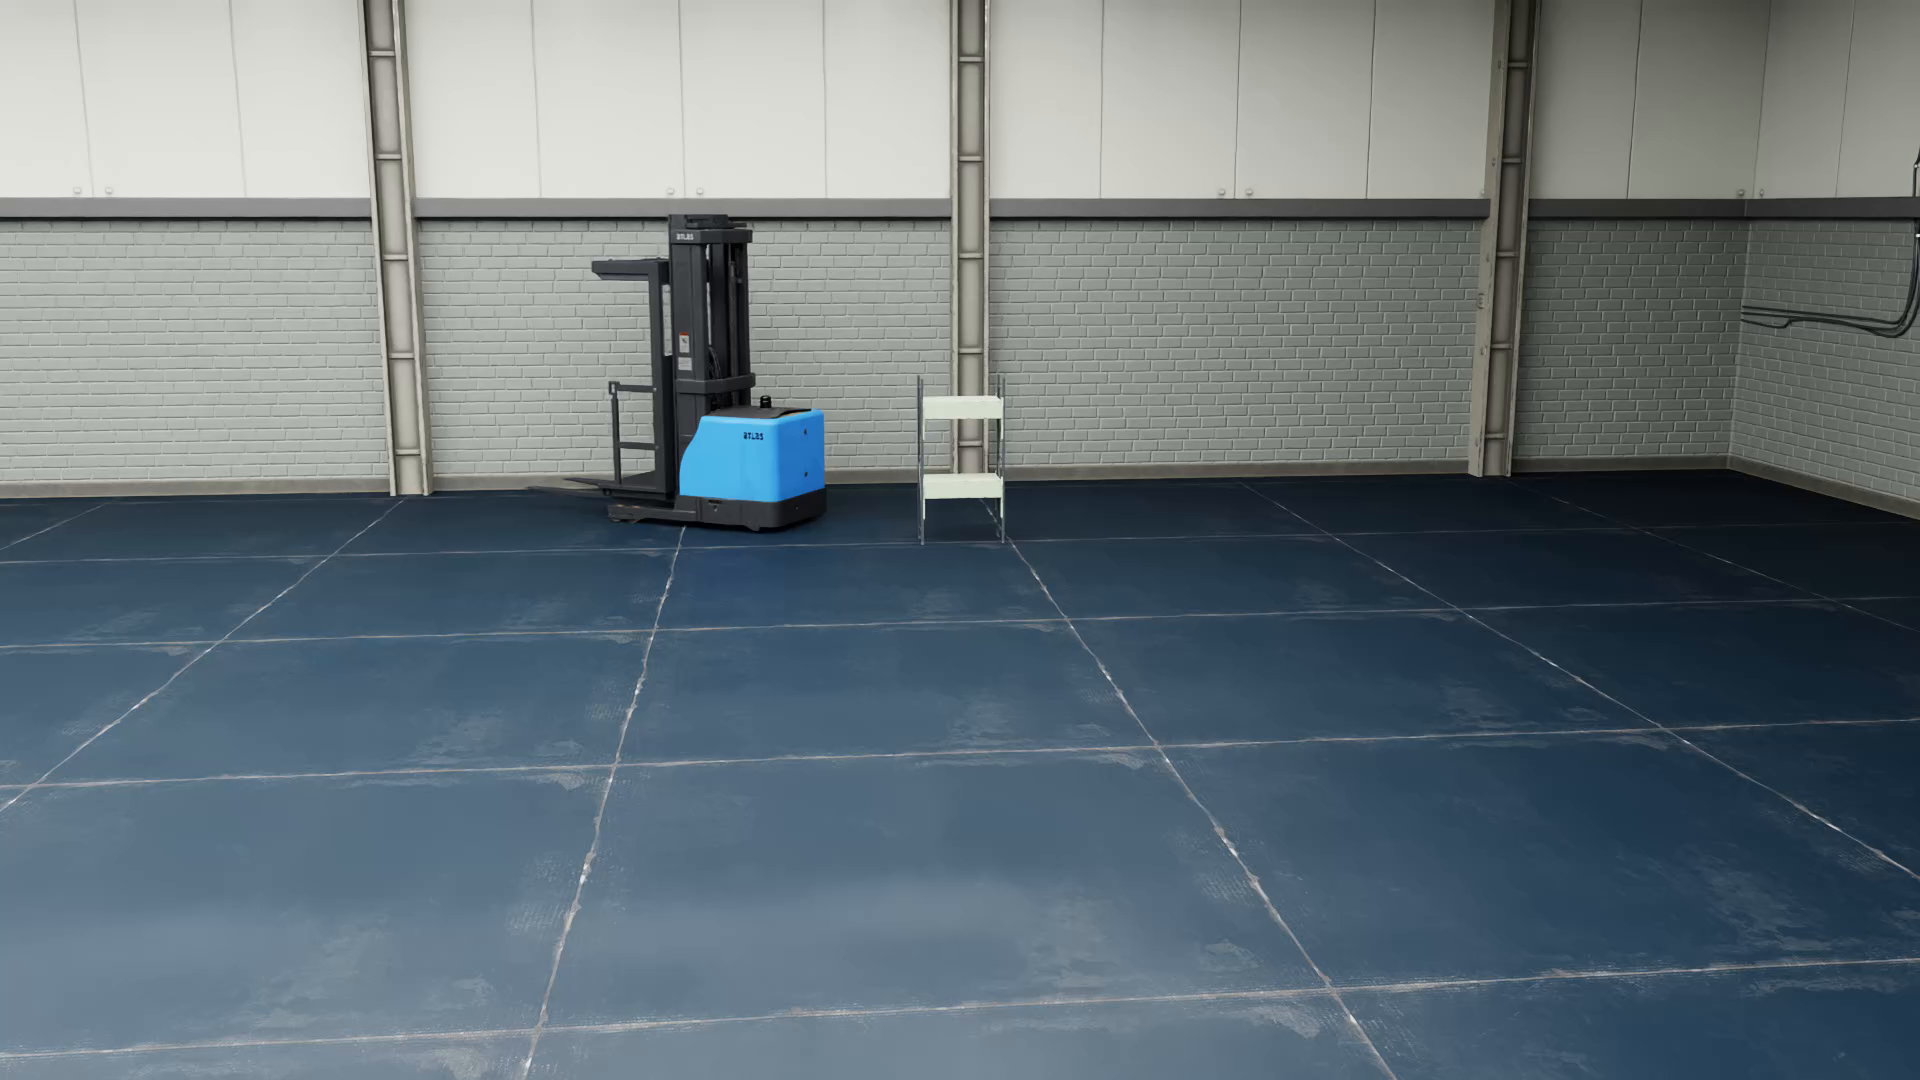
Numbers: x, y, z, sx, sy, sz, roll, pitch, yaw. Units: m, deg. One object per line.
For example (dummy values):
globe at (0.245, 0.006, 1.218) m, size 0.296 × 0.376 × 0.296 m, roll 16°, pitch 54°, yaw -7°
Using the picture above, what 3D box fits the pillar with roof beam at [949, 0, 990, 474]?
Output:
pillar with roof beam at (0.568, -4.217, 13.372) m, size 0.400 × 9.000 × 9.100 m, roll -1°, pitch 11°, yaw -6°

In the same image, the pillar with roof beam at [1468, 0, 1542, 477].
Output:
pillar with roof beam at (6.533, -4.342, 14.008) m, size 0.400 × 9.000 × 9.100 m, roll -1°, pitch 11°, yaw -6°

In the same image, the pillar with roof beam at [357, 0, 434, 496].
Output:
pillar with roof beam at (-5.397, -4.092, 12.737) m, size 0.400 × 9.000 × 9.100 m, roll -1°, pitch 11°, yaw -6°

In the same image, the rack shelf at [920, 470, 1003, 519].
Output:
rack shelf at (0.007, -0.416, 15.169) m, size 0.720 × 0.370 × 0.431 m, roll -1°, pitch 11°, yaw -6°

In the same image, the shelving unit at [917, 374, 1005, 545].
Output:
shelving unit at (0.007, -0.736, 15.106) m, size 0.755 × 1.500 × 0.431 m, roll -1°, pitch 11°, yaw -6°

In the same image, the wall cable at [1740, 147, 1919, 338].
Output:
wall cable at (9.139, -3.452, 17.529) m, size 0.112 × 2.526 × 3.097 m, roll -1°, pitch 11°, yaw -6°

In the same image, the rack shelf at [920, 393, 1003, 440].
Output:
rack shelf at (0.007, -1.119, 15.031) m, size 0.720 × 0.370 × 0.431 m, roll -1°, pitch 11°, yaw -6°

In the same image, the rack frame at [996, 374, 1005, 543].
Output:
rack frame at (0.371, -0.744, 15.145) m, size 0.023 × 1.500 × 0.400 m, roll -1°, pitch 11°, yaw -6°

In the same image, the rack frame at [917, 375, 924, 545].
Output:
rack frame at (-0.357, -0.728, 15.067) m, size 0.023 × 1.500 × 0.400 m, roll -1°, pitch 11°, yaw -6°

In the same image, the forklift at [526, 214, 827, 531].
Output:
forklift at (-2.869, -1.688, 16.237) m, size 3.031 × 2.935 × 1.130 m, roll 5°, pitch 12°, yaw 24°
